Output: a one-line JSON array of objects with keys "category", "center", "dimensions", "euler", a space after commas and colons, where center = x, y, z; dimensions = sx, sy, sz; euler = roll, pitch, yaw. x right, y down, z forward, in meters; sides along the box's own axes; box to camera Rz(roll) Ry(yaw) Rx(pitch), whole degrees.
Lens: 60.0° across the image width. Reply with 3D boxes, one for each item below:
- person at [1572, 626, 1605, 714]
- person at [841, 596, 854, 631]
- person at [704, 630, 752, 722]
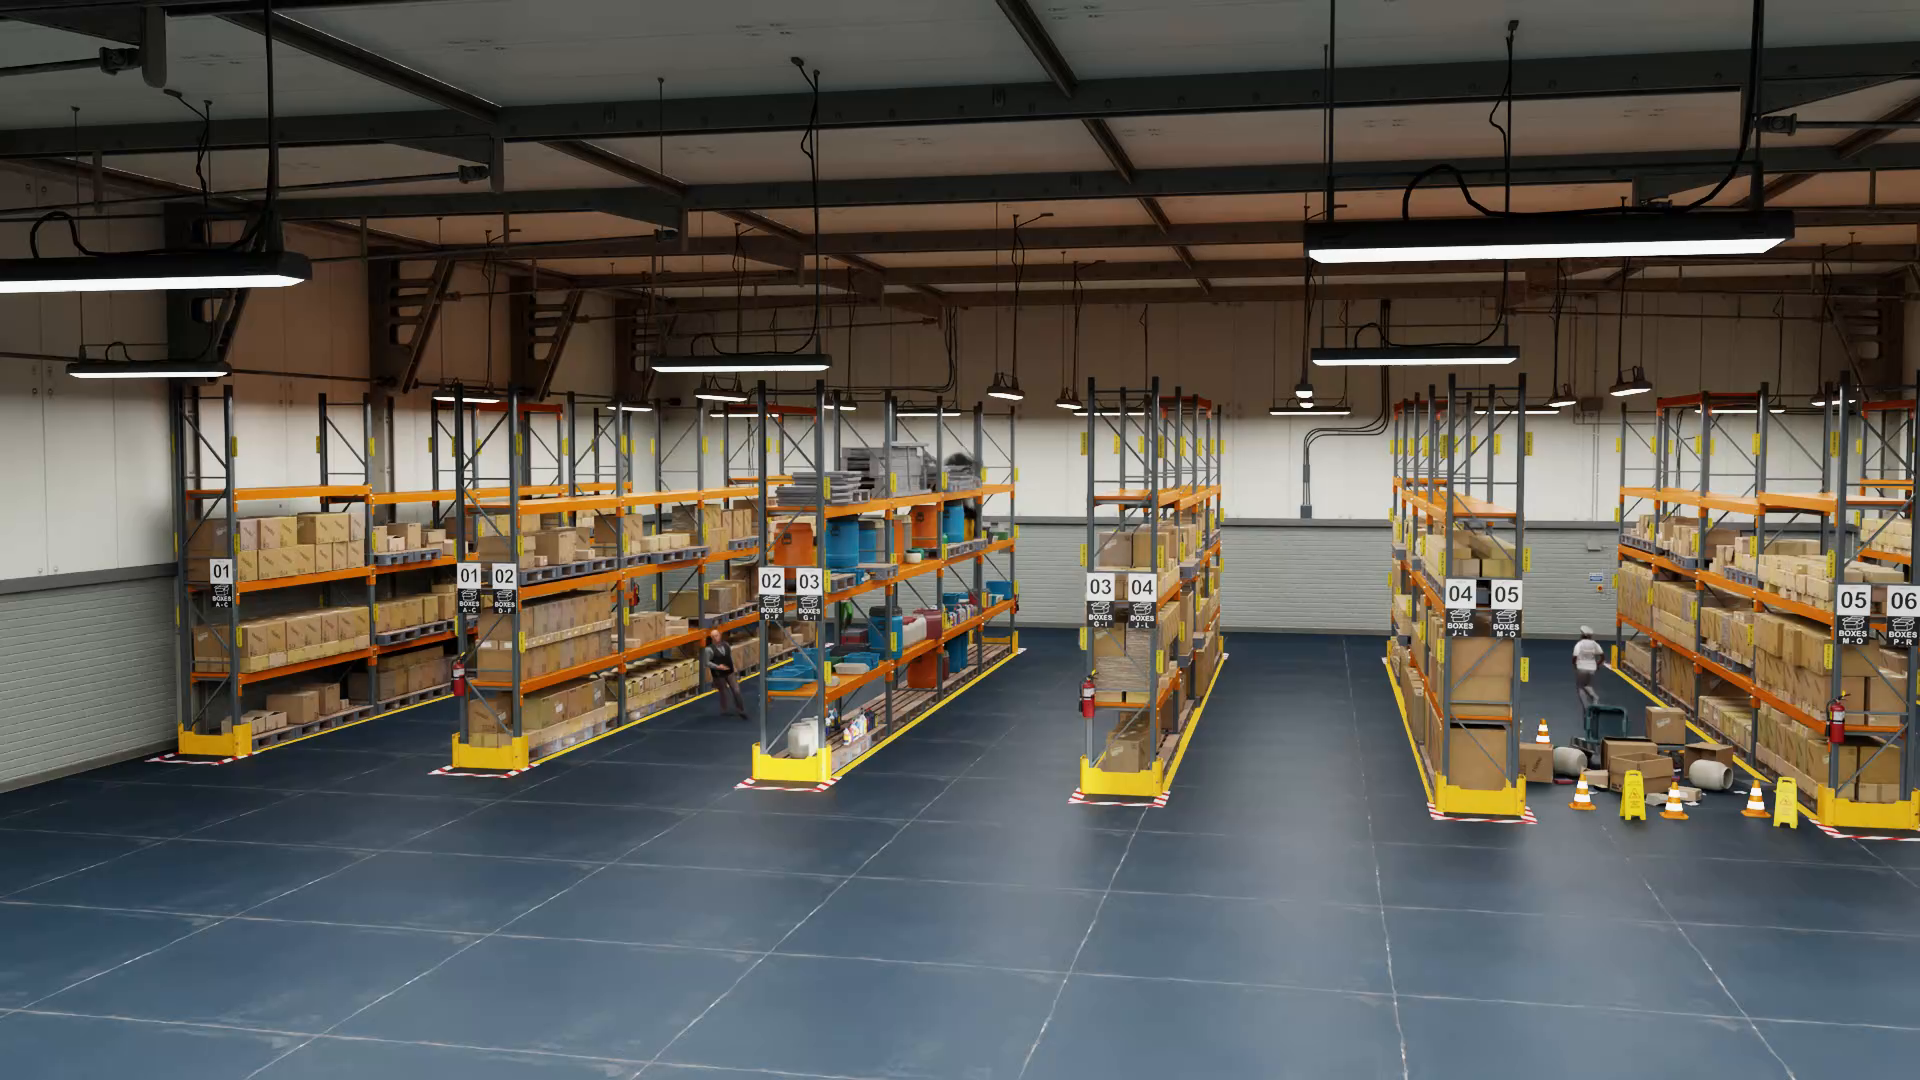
[{"category": "person", "center": [11.756, 2.440, 31.214], "dimensions": [0.587, 1.665, 0.551], "euler": [0, 3, -4]}, {"category": "person", "center": [-3.071, 1.653, 43.967], "dimensions": [0.612, 1.787, 0.739], "euler": [-1, 3, -19]}, {"category": "person", "center": [-4.305, 2.480, 30.389], "dimensions": [0.827, 1.712, 0.674], "euler": [-2, 4, -31]}]
